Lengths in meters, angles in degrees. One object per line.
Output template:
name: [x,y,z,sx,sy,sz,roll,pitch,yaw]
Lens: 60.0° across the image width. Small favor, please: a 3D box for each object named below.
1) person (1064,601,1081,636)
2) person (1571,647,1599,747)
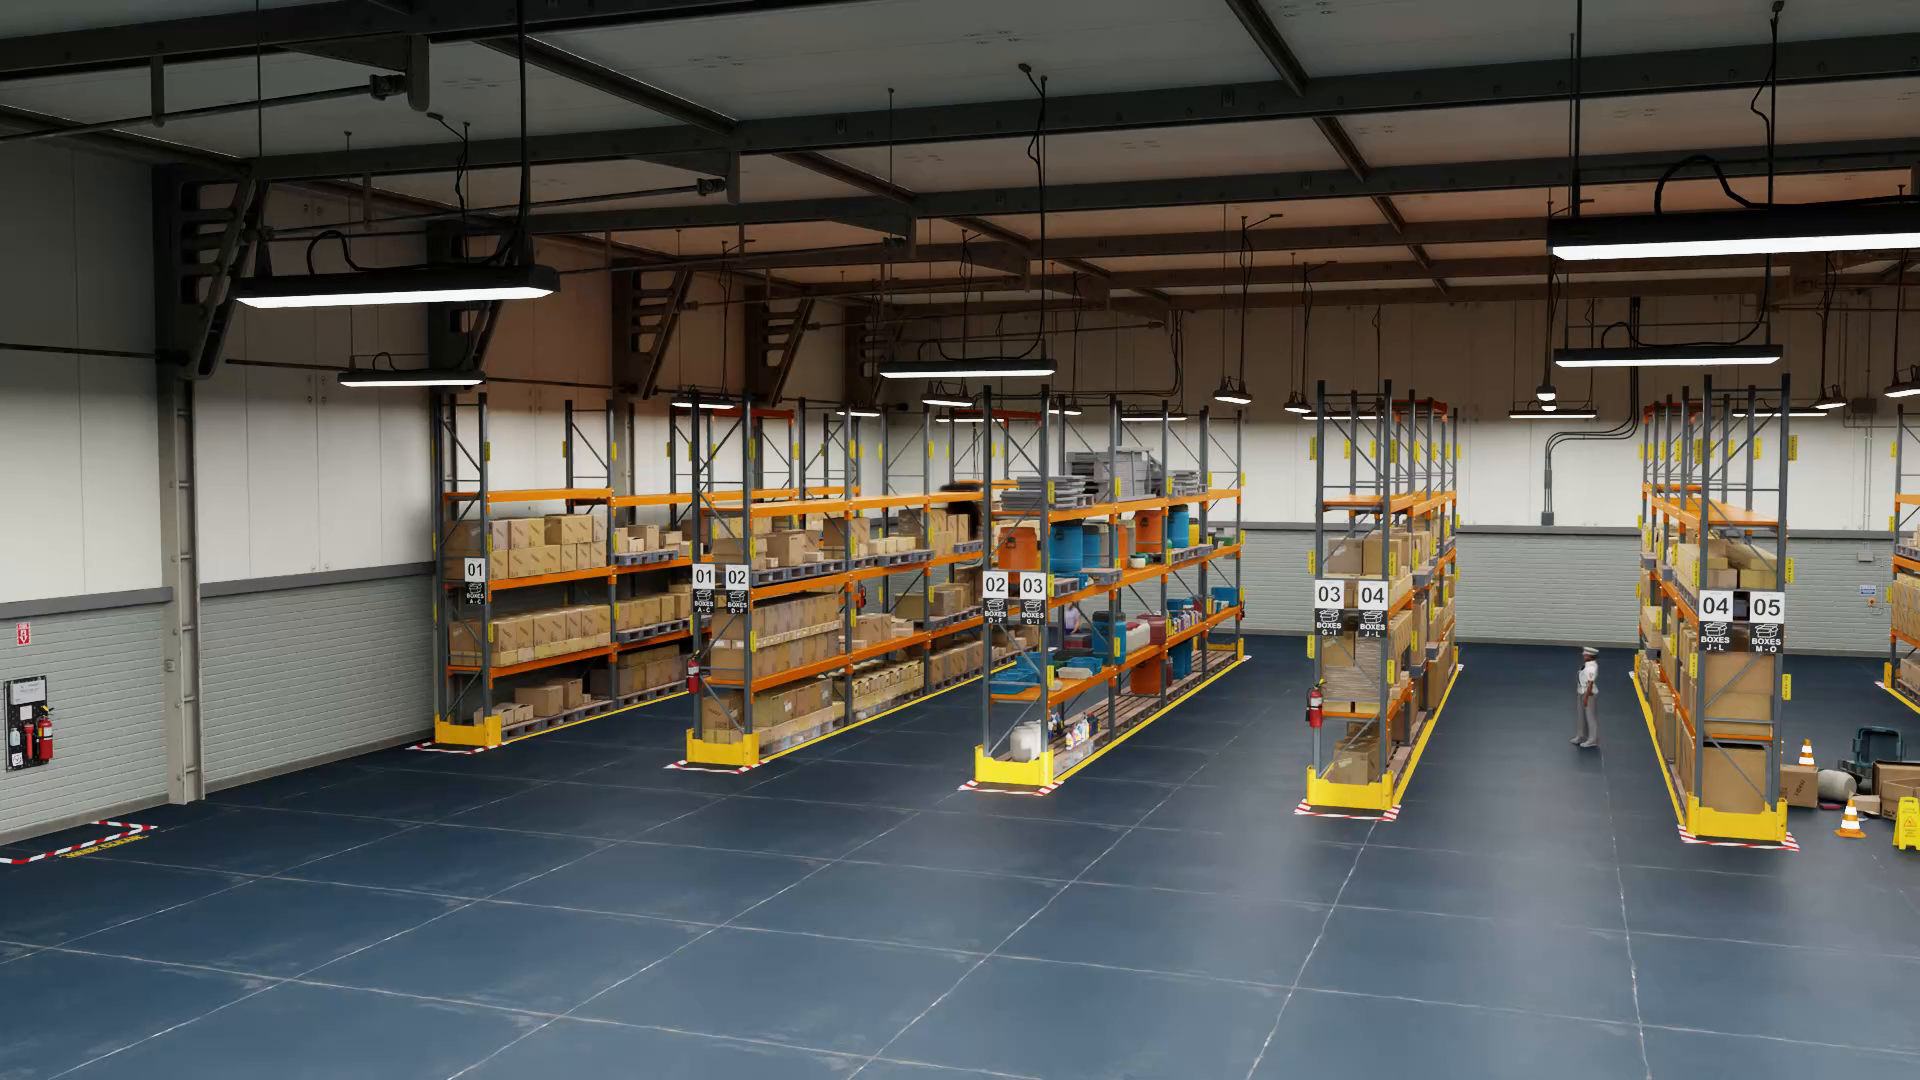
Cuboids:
person: [2.527,2.145,37.984,0.474,1.566,0.932,1,3,15]
person: [10.670,2.656,28.352,0.412,1.671,0.509,0,3,1]
